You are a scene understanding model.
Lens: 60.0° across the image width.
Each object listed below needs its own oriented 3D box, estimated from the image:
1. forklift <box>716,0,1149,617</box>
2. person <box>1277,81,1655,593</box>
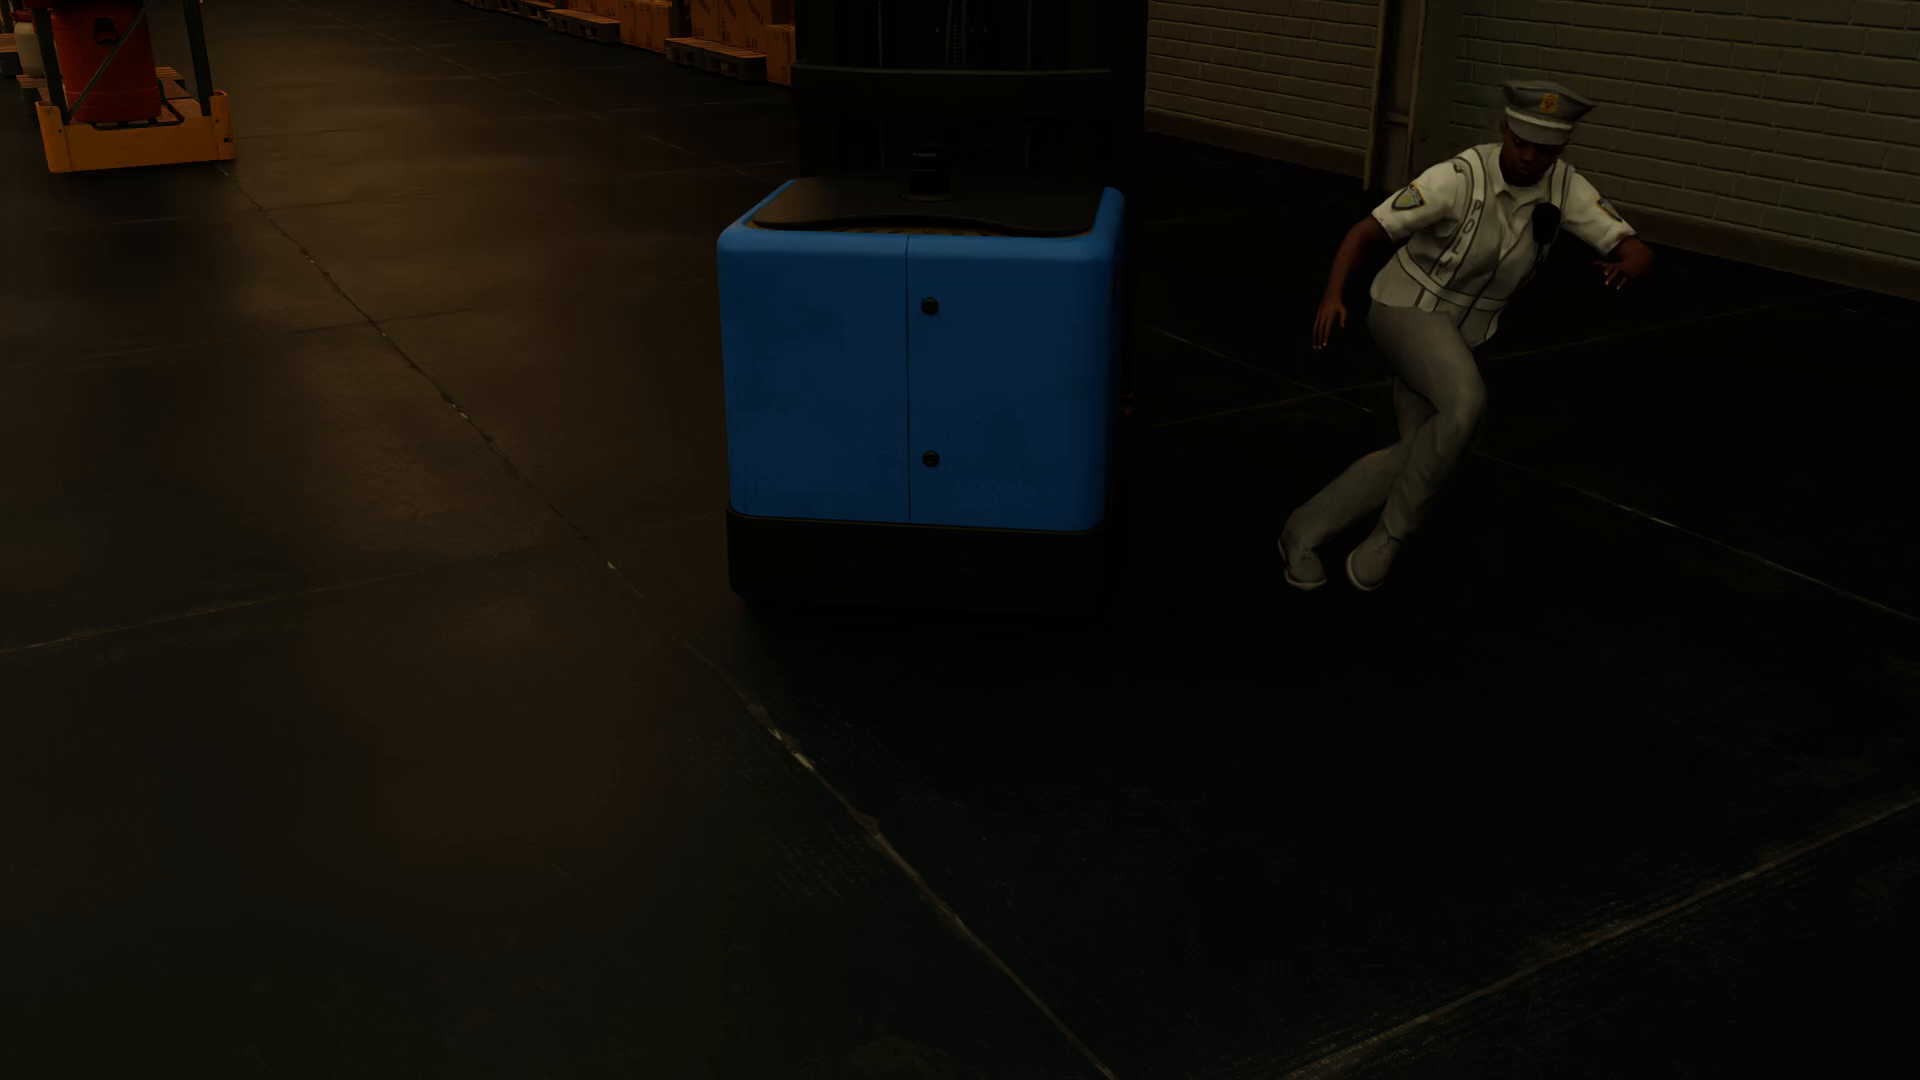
[{"bbox_3d":[0.066,-1.675,5.356,1.130,2.935,3.031,3,22,7],"label":"forklift"},{"bbox_3d":[1.350,-0.512,4.533,0.899,1.426,0.848,-8,24,-19],"label":"person"}]
